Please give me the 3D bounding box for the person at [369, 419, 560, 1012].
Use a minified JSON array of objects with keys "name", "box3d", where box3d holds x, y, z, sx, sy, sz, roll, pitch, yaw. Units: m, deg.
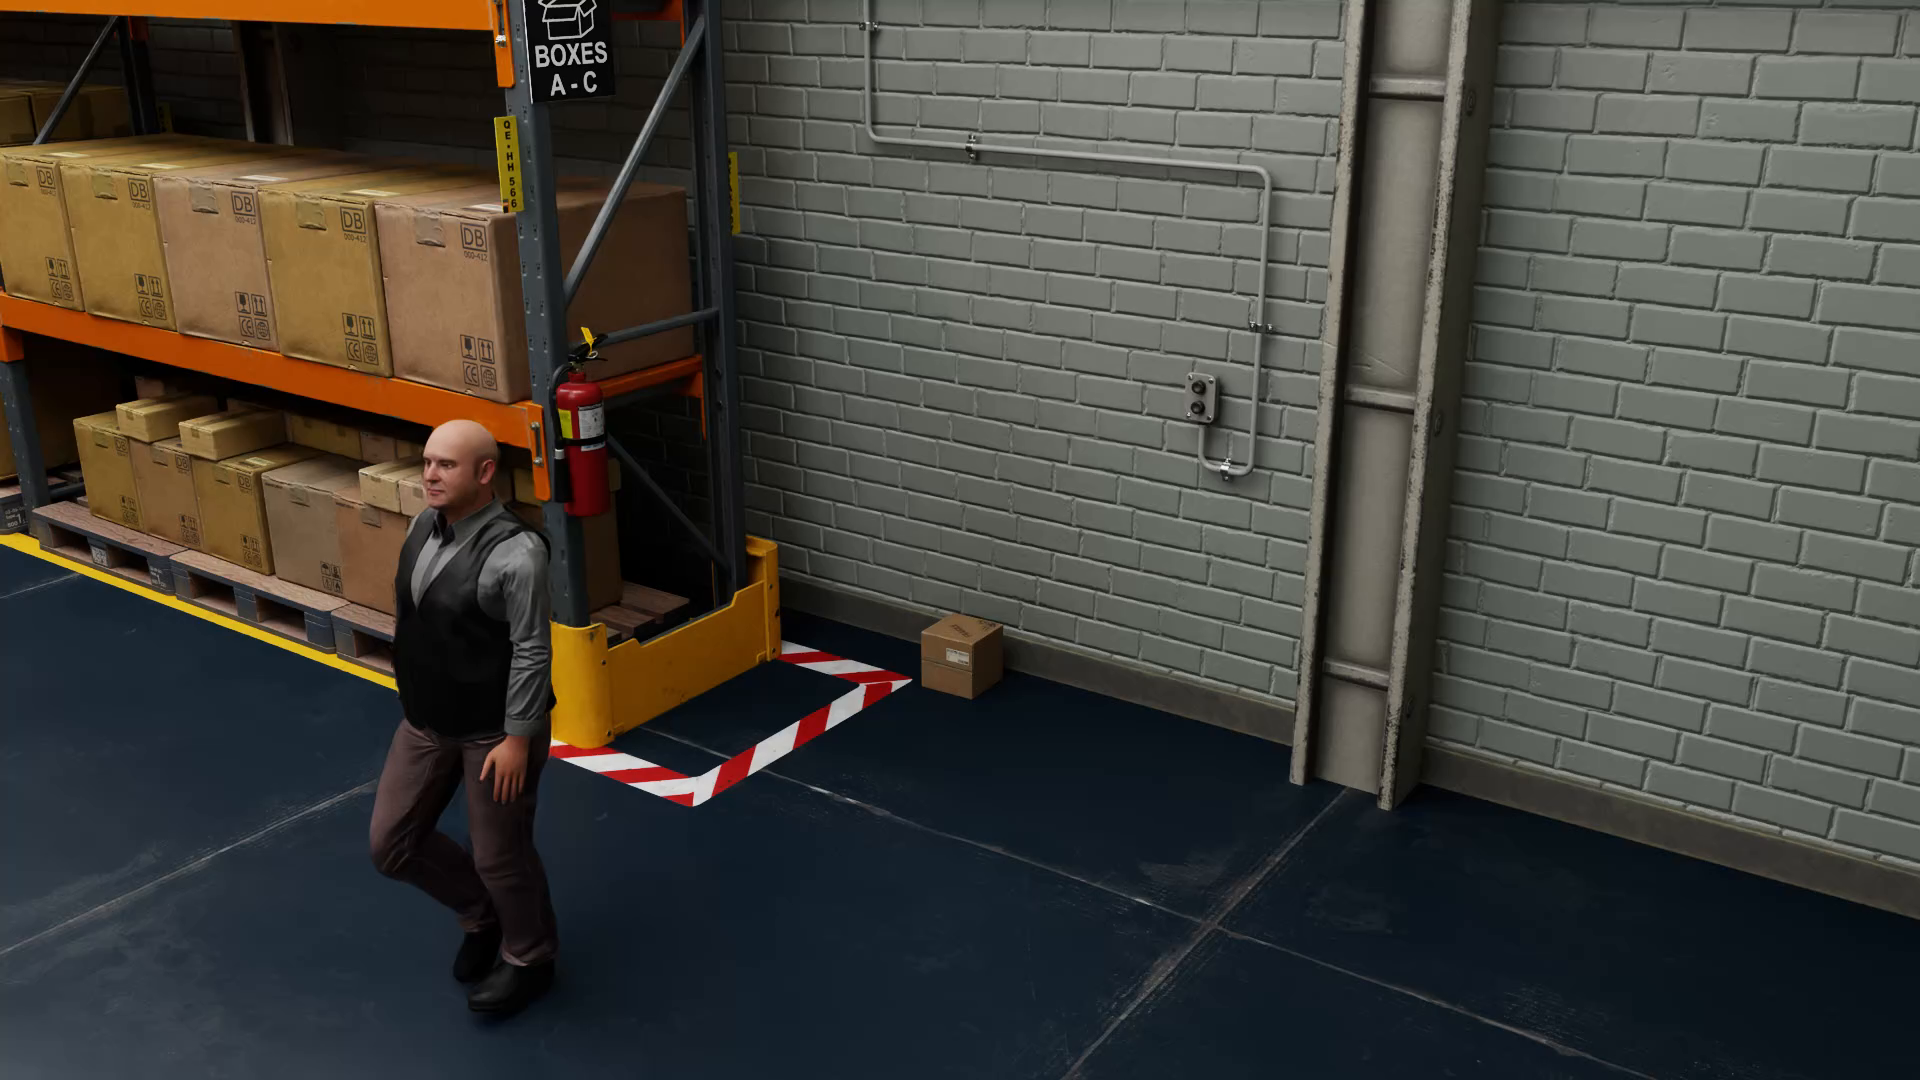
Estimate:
[{"name":"person","box3d":[-1.362,0.531,4.569,0.564,1.739,0.458,13,23,32]}]
